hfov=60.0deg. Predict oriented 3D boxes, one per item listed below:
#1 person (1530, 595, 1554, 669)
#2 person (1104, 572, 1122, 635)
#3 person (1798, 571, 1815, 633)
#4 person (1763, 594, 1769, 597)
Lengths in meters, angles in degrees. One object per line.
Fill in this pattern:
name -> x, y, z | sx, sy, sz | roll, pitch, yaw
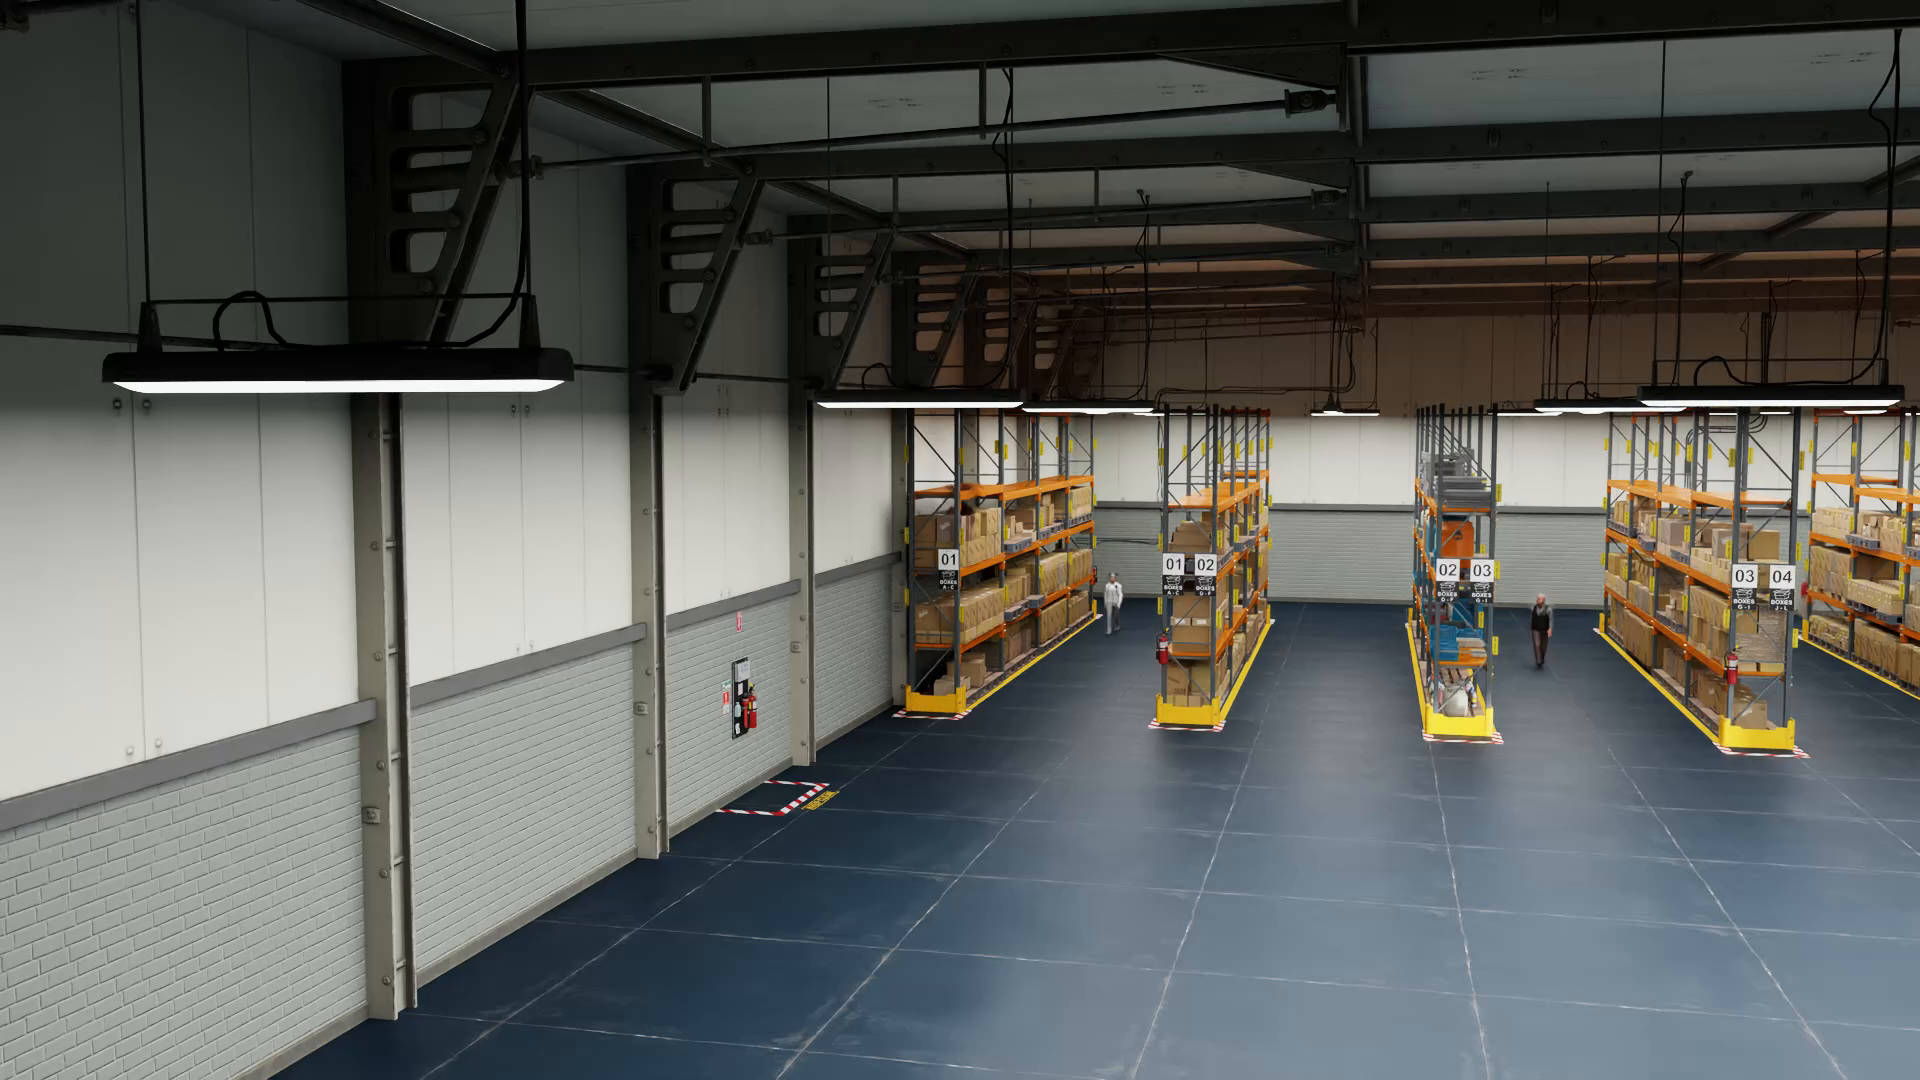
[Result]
person -> 13.424, 2.099, 38.373 | 0.488, 1.681, 1.066 | 1, 4, 9
person -> 4.078, 1.673, 44.309 | 0.504, 1.638, 0.975 | 1, 4, 8
person -> 22.653, 1.621, 44.363 | 0.503, 1.713, 0.552 | 2, 5, 26
person -> 20.276, 1.765, 42.116 | 0.406, 1.777, 0.581 | 2, 4, 22
